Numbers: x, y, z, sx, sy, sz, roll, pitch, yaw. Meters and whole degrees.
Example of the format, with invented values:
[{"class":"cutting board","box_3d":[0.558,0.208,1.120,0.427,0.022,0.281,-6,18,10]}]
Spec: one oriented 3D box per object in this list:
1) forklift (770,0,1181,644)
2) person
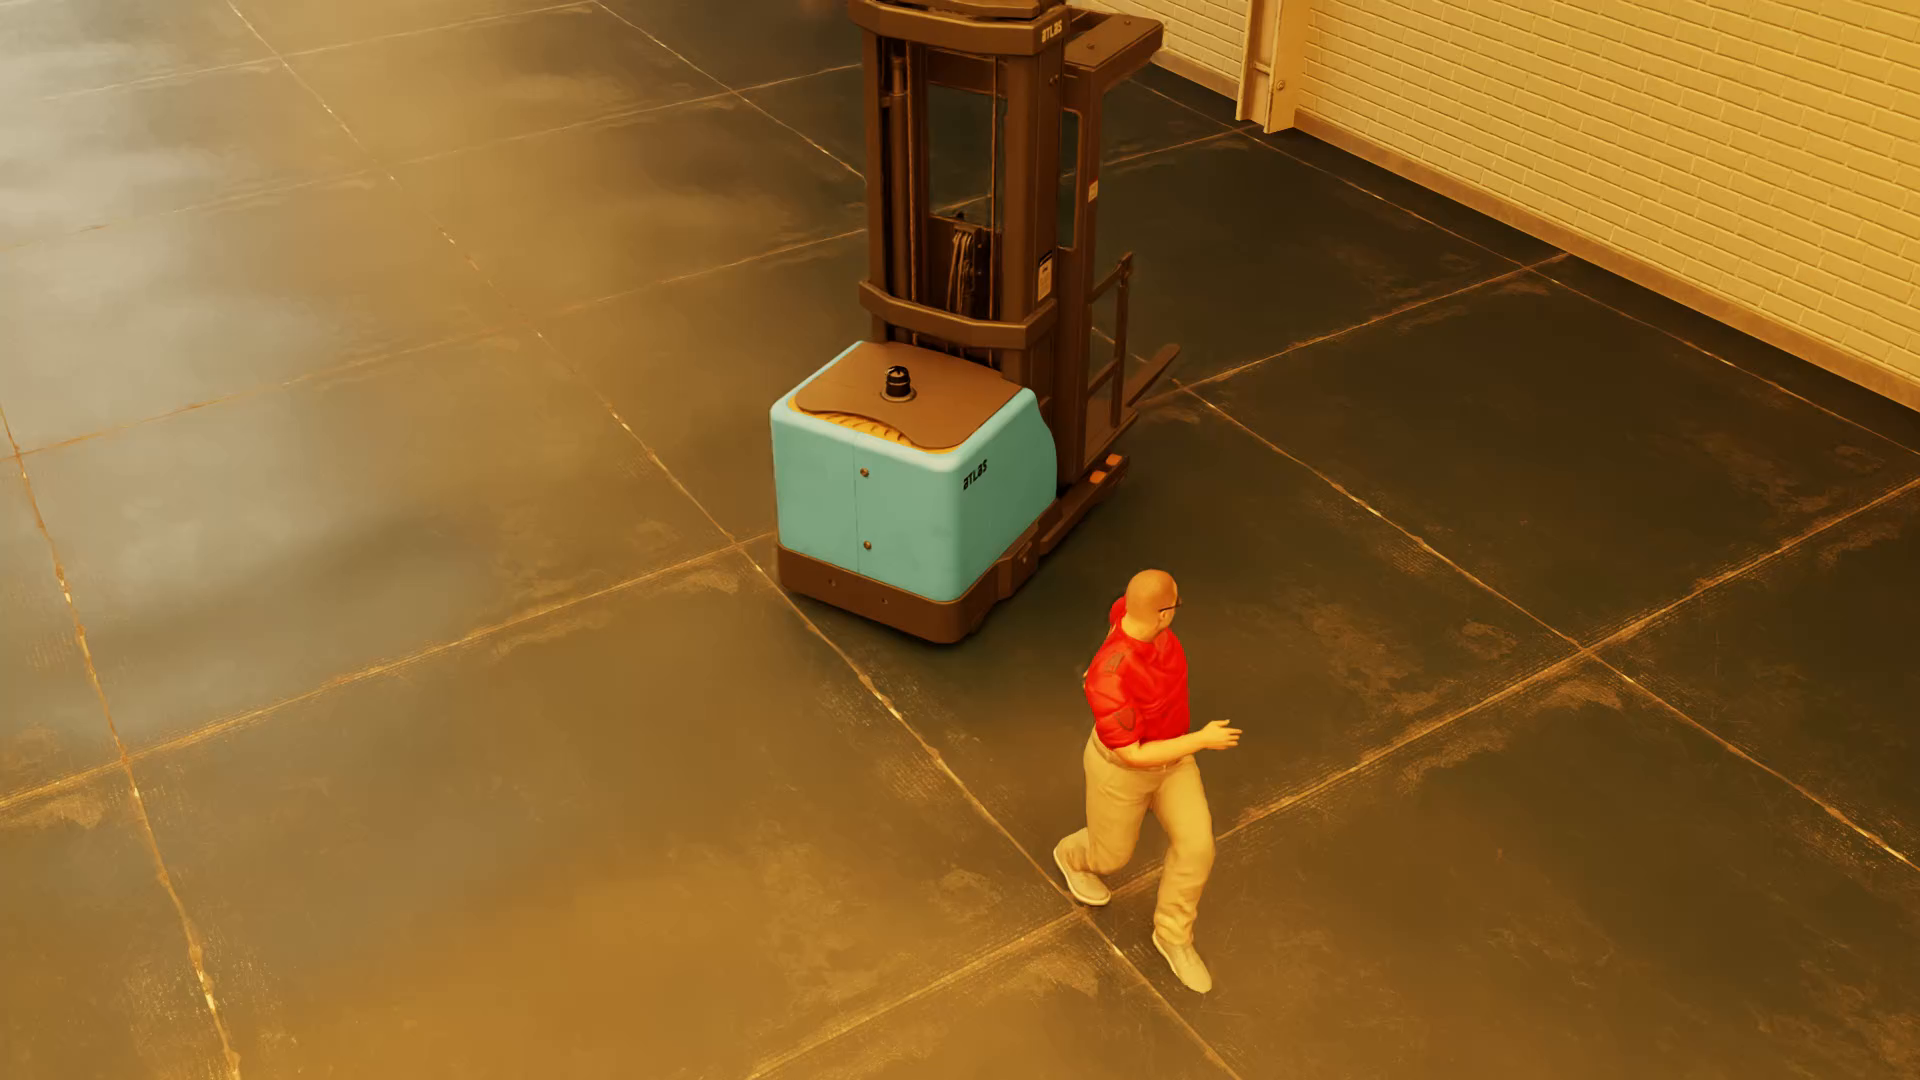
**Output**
[{"class":"forklift","box_3d":[0.274,-1.530,8.325,1.130,2.935,3.031,19,39,24]},{"class":"person","box_3d":[0.656,0.822,6.134,0.556,1.678,0.969,-25,42,-31]}]
